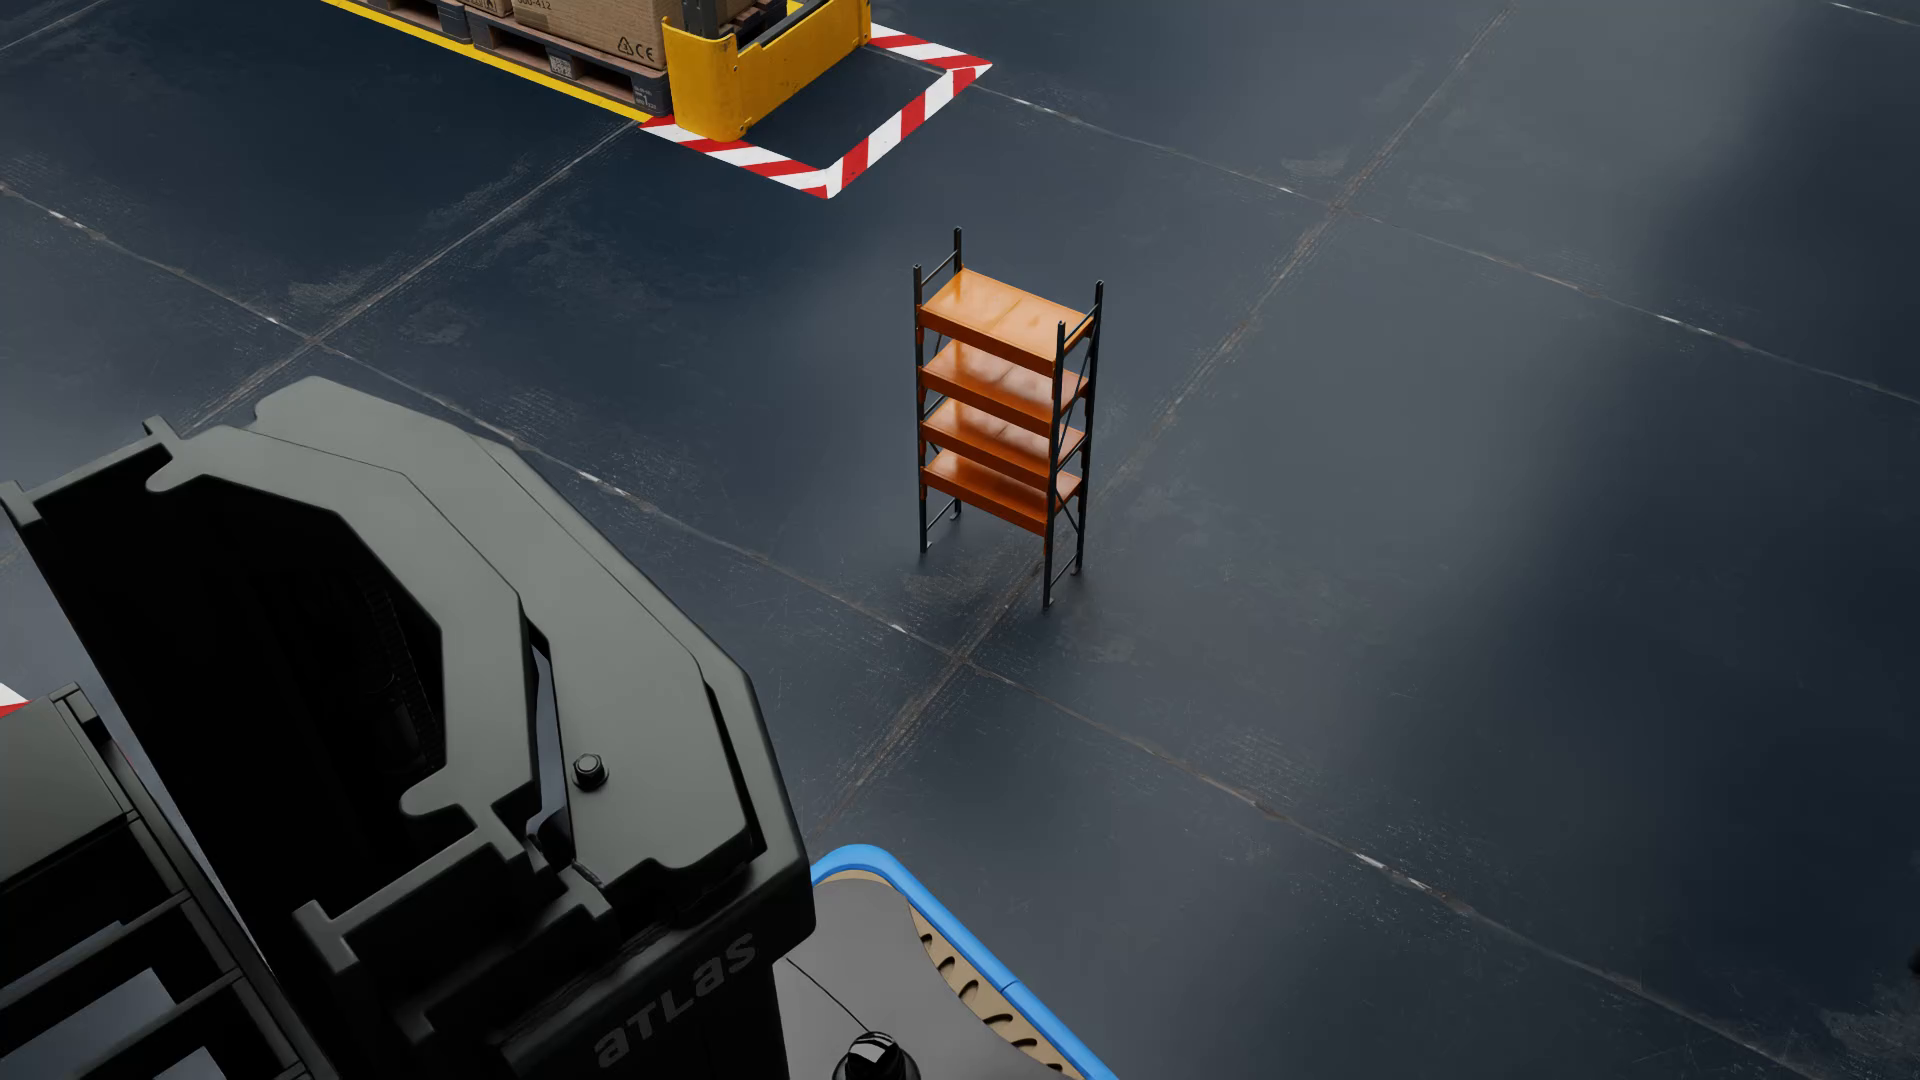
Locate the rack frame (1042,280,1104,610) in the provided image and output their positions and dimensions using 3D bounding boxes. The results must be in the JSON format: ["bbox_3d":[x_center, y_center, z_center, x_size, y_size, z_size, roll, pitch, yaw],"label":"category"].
[{"bbox_3d":[0.345,-0.260,5.166,0.015,1.200,0.240,25,51,22],"label":"rack frame"}]

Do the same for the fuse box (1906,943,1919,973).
[{"bbox_3d":[2.615,0.586,3.987,0.414,1.711,0.539,25,51,22],"label":"fuse box"}]

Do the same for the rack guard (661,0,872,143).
[{"bbox_3d":[-0.867,-2.363,7.698,0.348,0.500,1.175,25,51,22],"label":"rack guard"}]

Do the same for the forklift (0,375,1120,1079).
[{"bbox_3d":[-0.994,1.327,2.416,3.031,2.935,1.130,-33,54,-28],"label":"forklift"}]

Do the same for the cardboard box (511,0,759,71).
[{"bbox_3d":[-1.497,-2.692,7.768,0.875,0.438,0.875,23,50,21],"label":"cardboard box"}]

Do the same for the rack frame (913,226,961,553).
[{"bbox_3d":[-0.066,-0.449,5.349,0.015,1.200,0.240,25,51,22],"label":"rack frame"}]

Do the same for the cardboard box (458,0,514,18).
[{"bbox_3d":[-2.272,-3.041,8.108,0.875,0.438,0.875,26,51,23],"label":"cardboard box"}]

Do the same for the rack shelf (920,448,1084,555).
[{"bbox_3d":[0.139,-0.169,5.448,0.480,0.148,0.258,25,51,22],"label":"rack shelf"}]

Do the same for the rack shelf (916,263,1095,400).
[{"bbox_3d":[0.139,-0.628,4.976,0.480,0.148,0.258,25,51,22],"label":"rack shelf"}]

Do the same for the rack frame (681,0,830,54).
[{"bbox_3d":[-0.888,-3.244,6.810,0.127,3.000,1.000,25,51,22],"label":"rack frame"}]

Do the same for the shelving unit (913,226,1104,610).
[{"bbox_3d":[0.139,-0.354,5.257,0.503,1.200,0.258,25,51,22],"label":"shelving unit"}]

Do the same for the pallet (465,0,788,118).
[{"bbox_3d":[-1.603,-2.534,8.065,1.213,0.211,1.003,25,51,22],"label":"pallet"}]

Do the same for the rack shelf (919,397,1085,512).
[{"bbox_3d":[0.139,-0.307,5.306,0.480,0.148,0.258,25,51,22],"label":"rack shelf"}]

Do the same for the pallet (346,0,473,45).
[{"bbox_3d":[-2.626,-3.007,8.525,1.213,0.211,1.003,25,51,22],"label":"pallet"}]

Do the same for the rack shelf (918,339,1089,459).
[{"bbox_3d":[0.139,-0.463,5.145,0.480,0.148,0.258,25,51,22],"label":"rack shelf"}]
